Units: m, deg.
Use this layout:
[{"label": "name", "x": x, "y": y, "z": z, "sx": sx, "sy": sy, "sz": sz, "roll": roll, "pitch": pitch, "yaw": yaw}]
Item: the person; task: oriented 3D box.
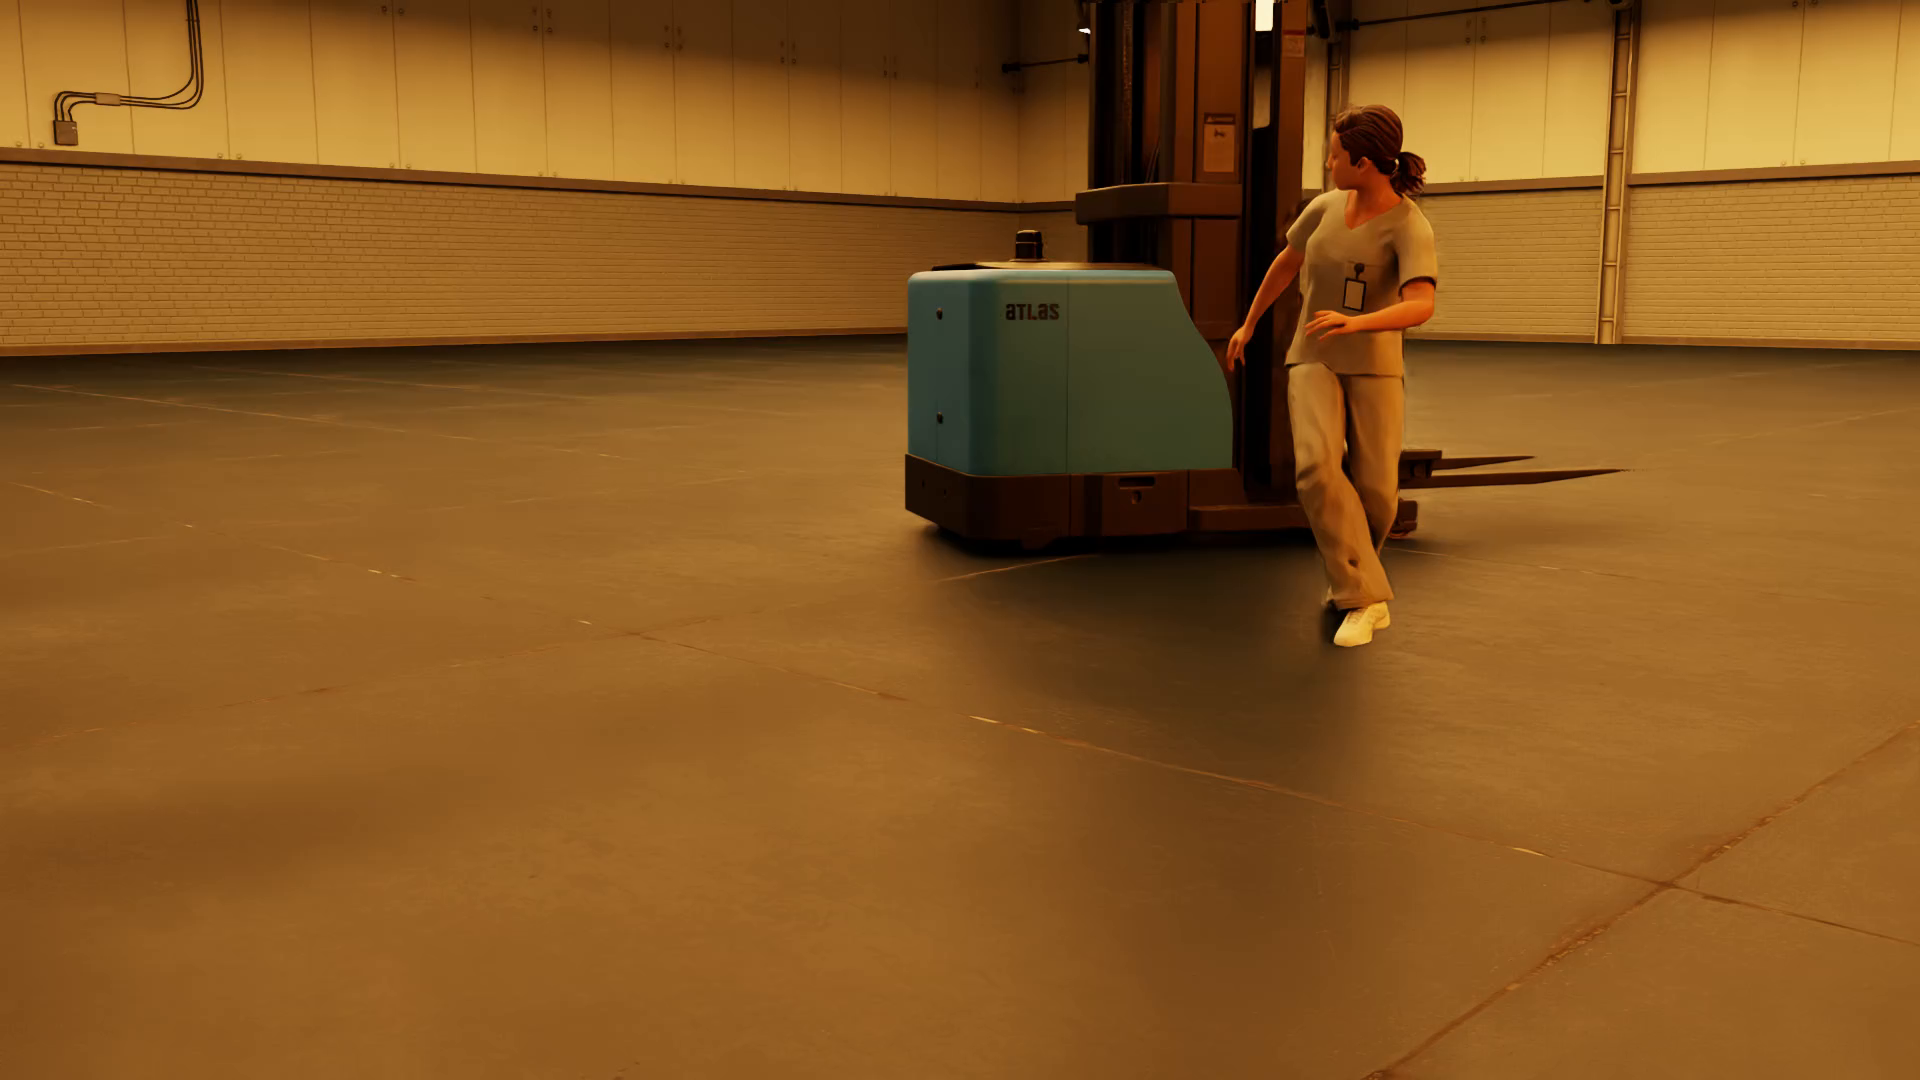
[{"label": "person", "x": 1.072, "y": -0.503, "z": 4.989, "sx": 0.704, "sy": 1.549, "sz": 0.782, "roll": 4, "pitch": 10, "yaw": 26}]

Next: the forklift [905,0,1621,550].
[{"label": "forklift", "x": 1.341, "y": -1.514, "z": 6.929, "sx": 3.031, "sy": 2.935, "sz": 1.130, "roll": -3, "pitch": 9, "yaw": -17}]
